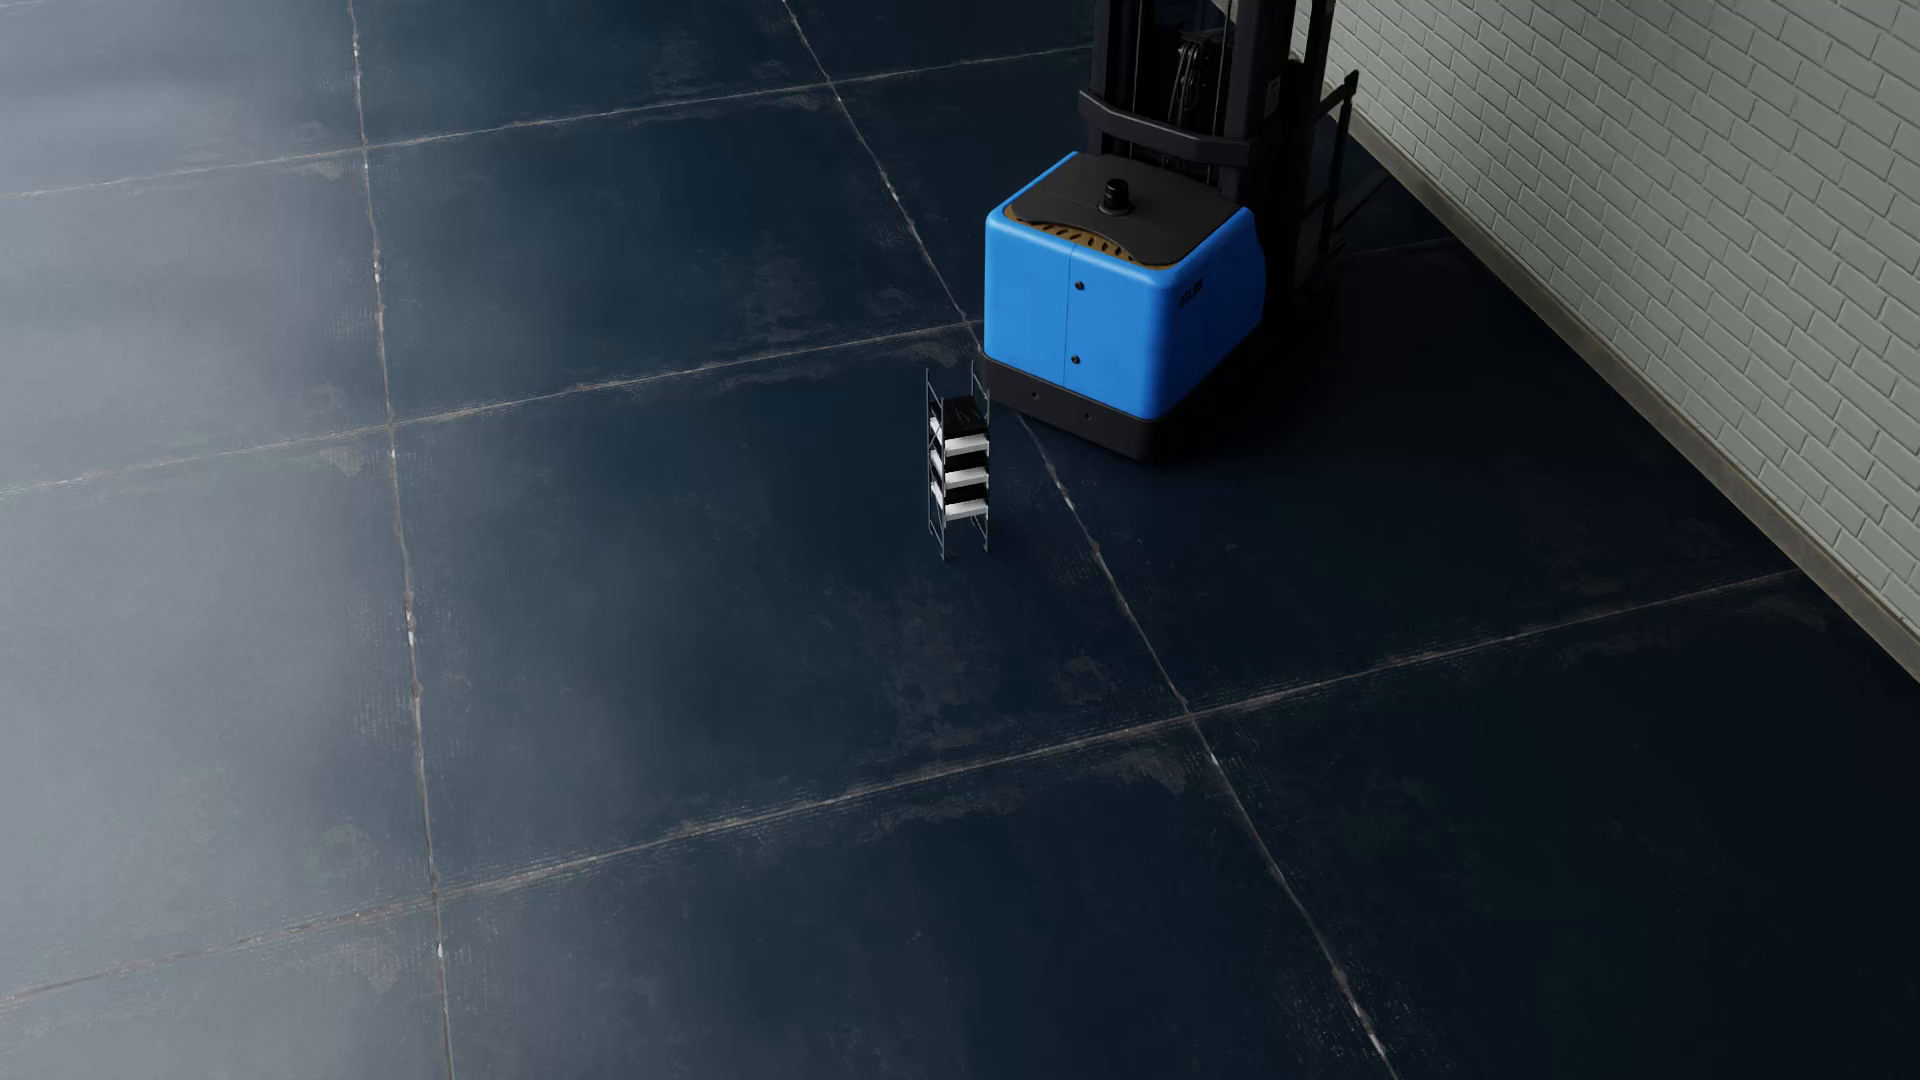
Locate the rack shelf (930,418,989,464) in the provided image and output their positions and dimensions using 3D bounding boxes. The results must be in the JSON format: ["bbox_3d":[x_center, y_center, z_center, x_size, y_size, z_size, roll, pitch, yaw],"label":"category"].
[{"bbox_3d":[-0.008,-0.448,7.205,0.200,0.077,0.258,-12,42,-13],"label":"rack shelf"}]

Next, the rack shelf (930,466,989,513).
[{"bbox_3d":[-0.008,-0.244,7.383,0.200,0.077,0.258,-12,42,-13],"label":"rack shelf"}]

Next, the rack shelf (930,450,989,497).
[{"bbox_3d":[-0.008,-0.312,7.324,0.200,0.077,0.258,-12,42,-13],"label":"rack shelf"}]

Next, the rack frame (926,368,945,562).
[{"bbox_3d":[-0.105,-0.317,7.279,0.006,0.900,0.240,-12,42,-13],"label":"rack frame"}]

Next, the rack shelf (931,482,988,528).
[{"bbox_3d":[-0.008,-0.177,7.442,0.200,0.077,0.258,-12,42,-13],"label":"rack shelf"}]

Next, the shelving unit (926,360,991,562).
[{"bbox_3d":[-0.008,-0.337,7.302,0.210,0.900,0.258,-12,42,-13],"label":"shelving unit"}]

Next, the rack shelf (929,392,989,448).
[{"bbox_3d":[-0.008,-0.516,7.146,0.200,0.077,0.258,-12,42,-13],"label":"rack shelf"}]

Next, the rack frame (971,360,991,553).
[{"bbox_3d":[0.089,-0.357,7.325,0.006,0.900,0.240,-12,42,-13],"label":"rack frame"}]

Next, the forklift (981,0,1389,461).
[{"bbox_3d":[1.365,-2.407,8.127,1.130,2.935,3.031,25,47,26],"label":"forklift"}]

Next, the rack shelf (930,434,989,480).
[{"bbox_3d":[-0.008,-0.380,7.264,0.200,0.077,0.258,-12,42,-13],"label":"rack shelf"}]
